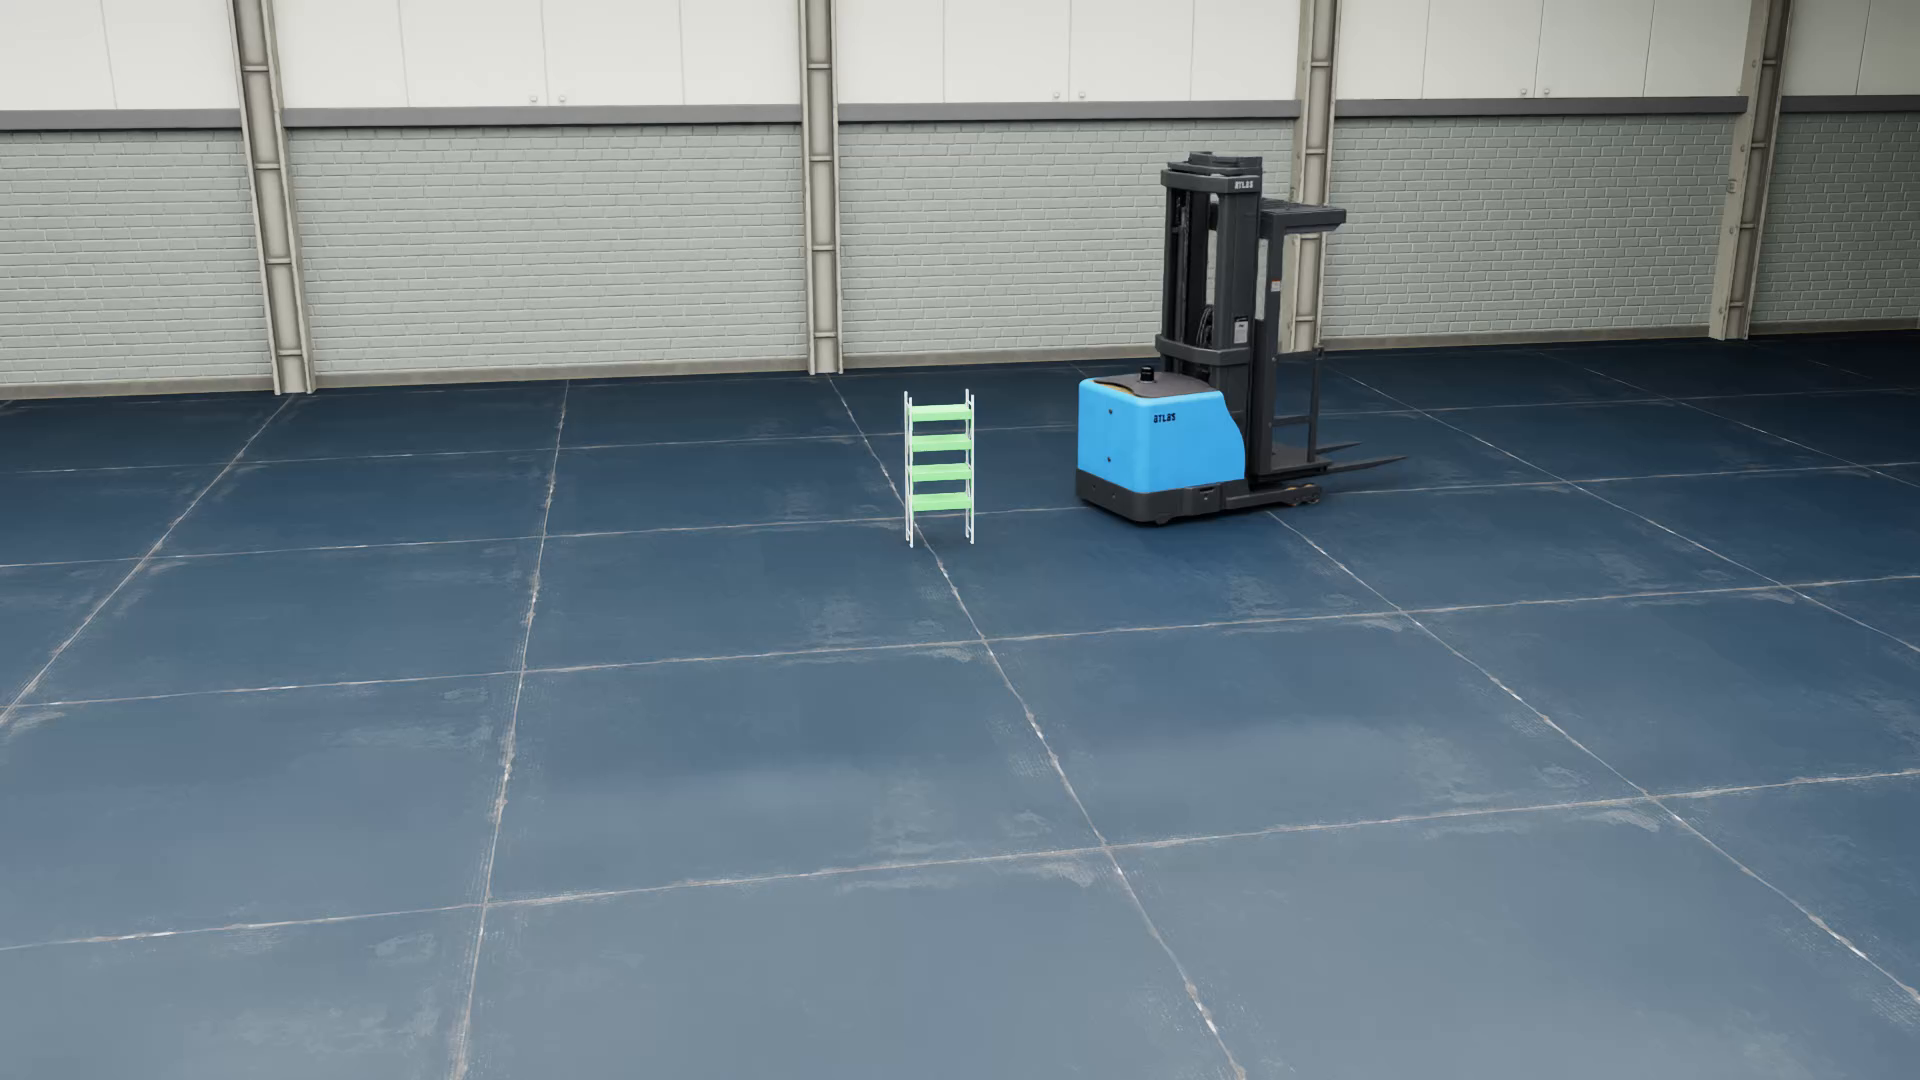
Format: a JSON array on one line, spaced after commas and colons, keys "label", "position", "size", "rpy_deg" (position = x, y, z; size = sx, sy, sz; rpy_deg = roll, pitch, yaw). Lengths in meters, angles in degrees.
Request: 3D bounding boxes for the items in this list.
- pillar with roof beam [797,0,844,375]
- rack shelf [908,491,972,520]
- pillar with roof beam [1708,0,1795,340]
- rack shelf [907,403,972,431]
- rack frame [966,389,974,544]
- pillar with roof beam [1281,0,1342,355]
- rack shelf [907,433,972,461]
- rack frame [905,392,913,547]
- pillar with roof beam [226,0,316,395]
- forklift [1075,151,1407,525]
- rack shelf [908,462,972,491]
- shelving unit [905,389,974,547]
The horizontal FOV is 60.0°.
[{"label": "pillar with roof beam", "position": [-0.792, -5.075, 14.509], "size": [0.400, 9.000, 9.100], "rpy_deg": [-3, 17, -10]}, {"label": "rack shelf", "position": [-0.163, -0.274, 13.195], "size": [0.480, 0.148, 0.258], "rpy_deg": [-3, 17, -10]}, {"label": "pillar with roof beam", "position": [10.990, -5.744, 16.685], "size": [0.400, 9.000, 9.100], "rpy_deg": [-3, 17, -10]}, {"label": "rack shelf", "position": [-0.163, -0.962, 12.983], "size": [0.480, 0.148, 0.258], "rpy_deg": [-3, 17, -10]}, {"label": "rack frame", "position": [0.077, -0.578, 13.150], "size": [0.015, 1.200, 0.240], "rpy_deg": [-3, 17, -10]}, {"label": "pillar with roof beam", "position": [5.099, -5.409, 15.597], "size": [0.400, 9.000, 9.100], "rpy_deg": [-3, 17, -10]}, {"label": "rack shelf", "position": [-0.163, -0.733, 13.054], "size": [0.480, 0.148, 0.258], "rpy_deg": [-3, 17, -10]}, {"label": "rack frame", "position": [-0.402, -0.551, 13.061], "size": [0.015, 1.200, 0.240], "rpy_deg": [-3, 17, -10]}, {"label": "pillar with roof beam", "position": [-6.683, -4.741, 13.421], "size": [0.400, 9.000, 9.100], "rpy_deg": [-3, 17, -10]}, {"label": "forklift", "position": [2.541, -1.815, 14.228], "size": [3.031, 2.935, 1.130], "rpy_deg": [-9, 19, -27]}, {"label": "rack shelf", "position": [-0.163, -0.503, 13.124], "size": [0.480, 0.148, 0.258], "rpy_deg": [-3, 17, -10]}, {"label": "shelving unit", "position": [-0.163, -0.564, 13.106], "size": [0.503, 1.200, 0.258], "rpy_deg": [-3, 17, -10]}]
